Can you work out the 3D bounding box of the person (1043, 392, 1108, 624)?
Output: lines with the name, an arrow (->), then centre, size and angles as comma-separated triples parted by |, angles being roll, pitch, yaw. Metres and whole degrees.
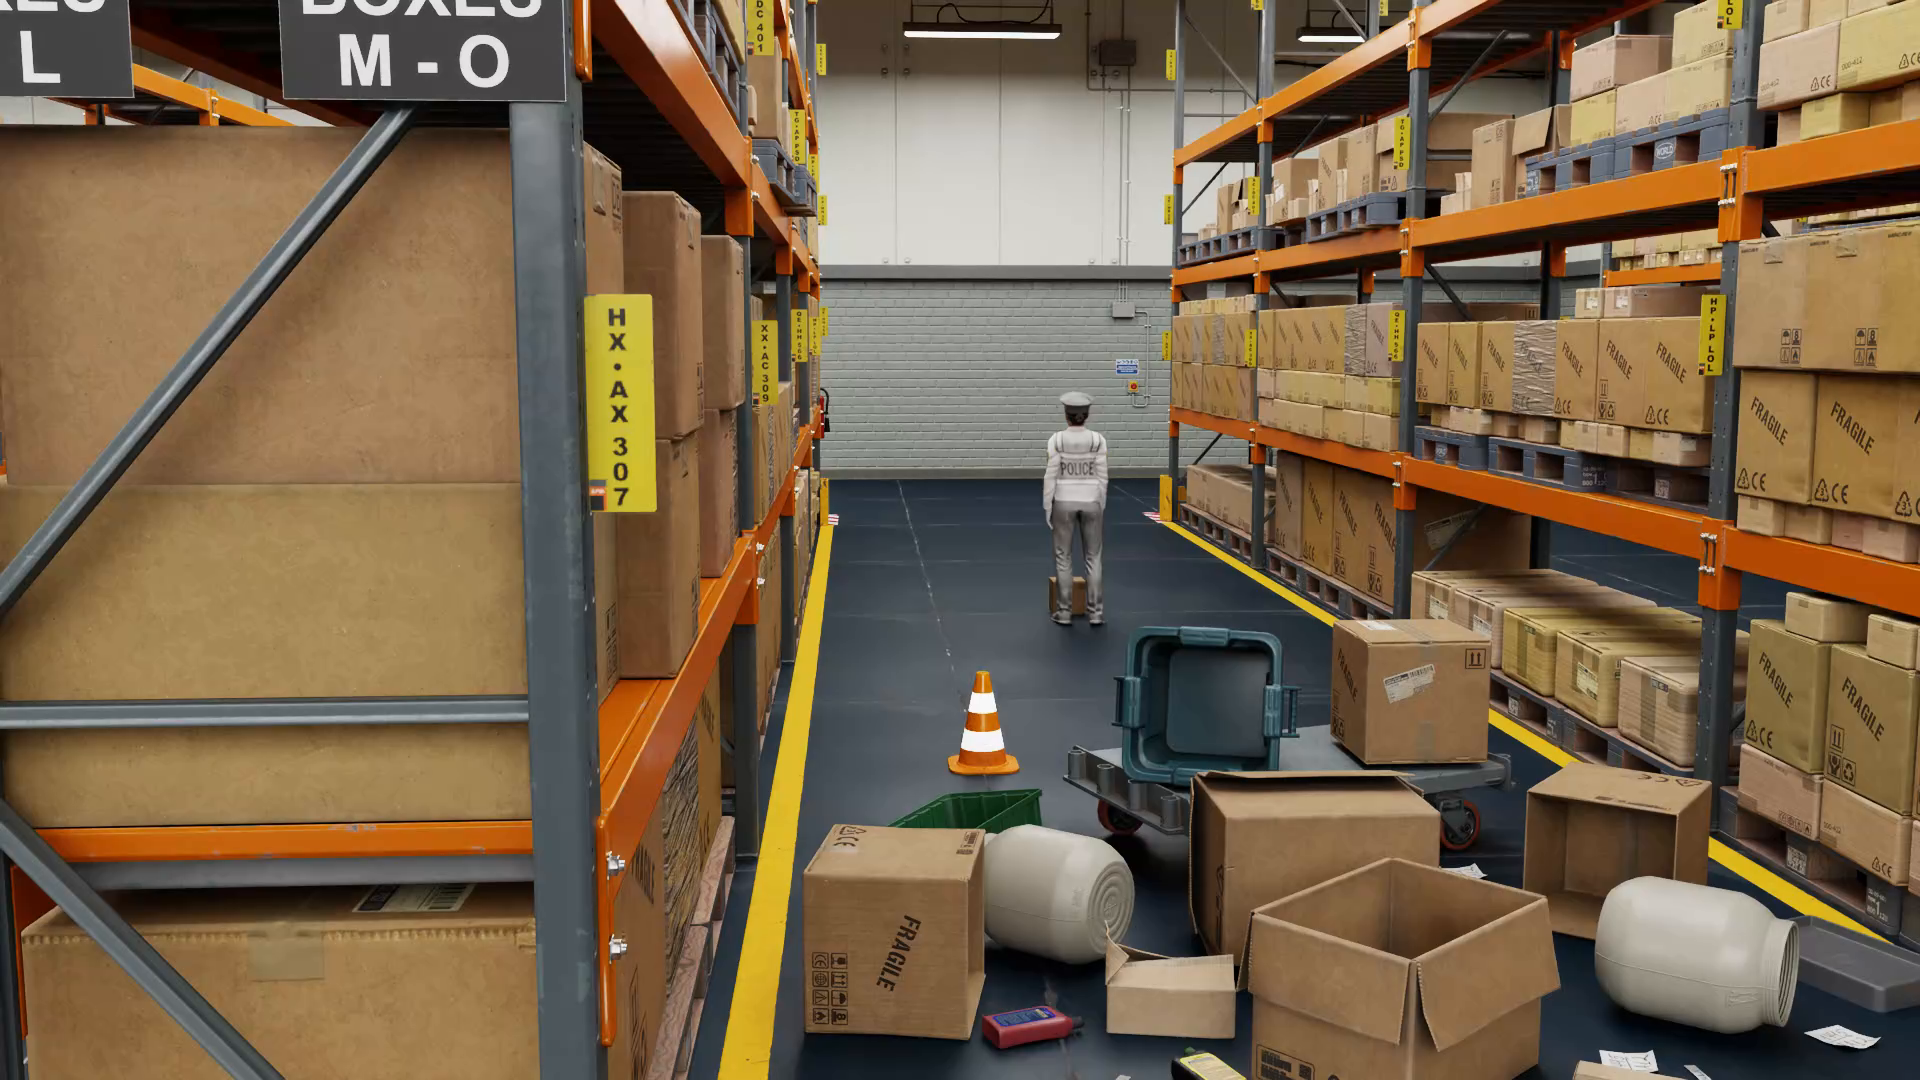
person -> 0.834, -0.222, 12.048 | 0.468, 1.695, 0.347 | 0, 7, -3
